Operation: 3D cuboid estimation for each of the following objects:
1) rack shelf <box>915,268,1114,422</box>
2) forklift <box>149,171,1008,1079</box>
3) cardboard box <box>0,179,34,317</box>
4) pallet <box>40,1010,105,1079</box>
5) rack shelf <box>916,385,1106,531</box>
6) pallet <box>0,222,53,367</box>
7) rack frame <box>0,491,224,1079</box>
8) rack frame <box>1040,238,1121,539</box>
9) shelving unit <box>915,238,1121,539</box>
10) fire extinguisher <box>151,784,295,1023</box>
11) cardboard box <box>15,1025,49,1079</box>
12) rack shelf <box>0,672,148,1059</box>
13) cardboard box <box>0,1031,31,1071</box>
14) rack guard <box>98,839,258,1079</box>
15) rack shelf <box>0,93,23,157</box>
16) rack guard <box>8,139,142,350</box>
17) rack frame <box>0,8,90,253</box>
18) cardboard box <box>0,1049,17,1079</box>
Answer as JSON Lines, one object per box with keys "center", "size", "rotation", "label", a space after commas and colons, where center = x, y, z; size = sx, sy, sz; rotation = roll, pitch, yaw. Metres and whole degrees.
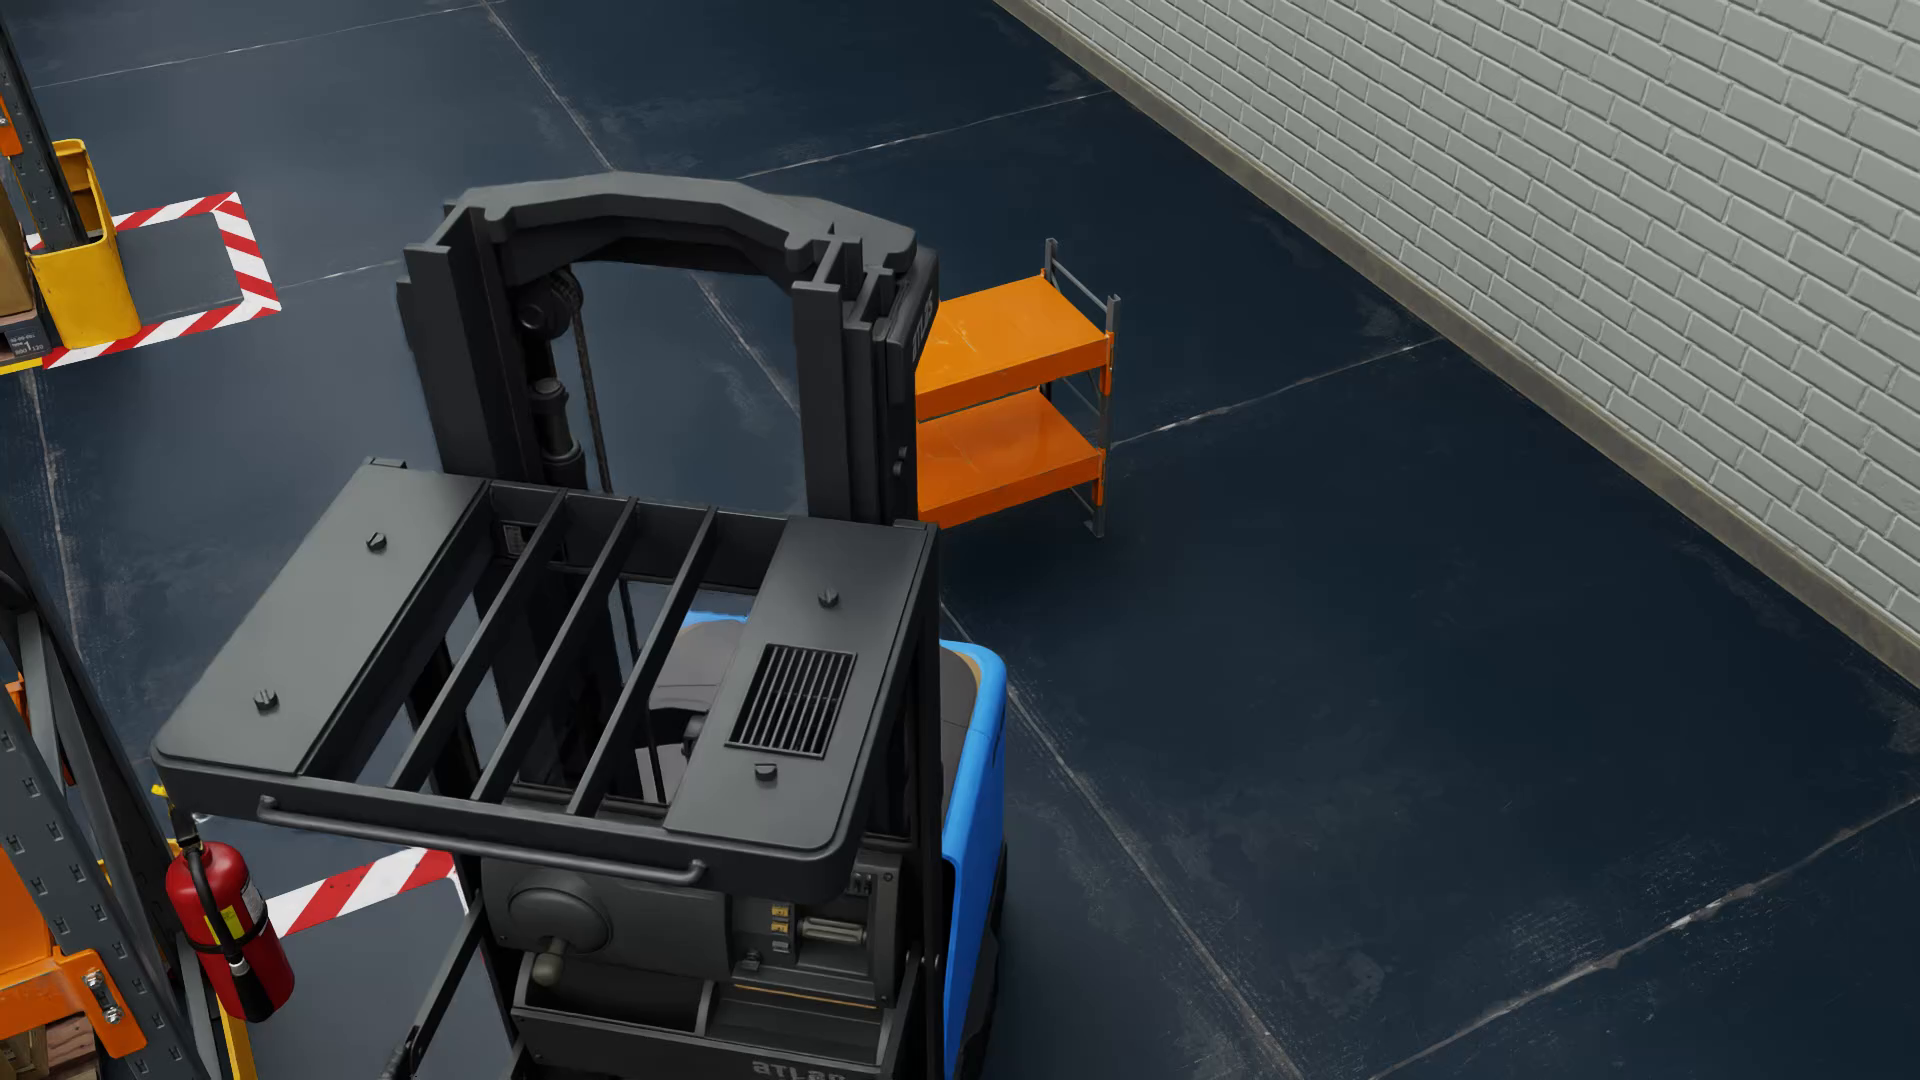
{"center": [0.006, -0.655, 6.200], "size": [1.000, 0.278, 0.538], "rotation": [-19, 44, -21], "label": "rack shelf"}
{"center": [-0.625, 0.885, 3.436], "size": [1.130, 2.935, 3.031], "rotation": [7, 41, 8], "label": "forklift"}
{"center": [-4.859, -1.514, 7.536], "size": [0.875, 0.875, 0.875], "rotation": [-19, 44, -21], "label": "cardboard box"}
{"center": [-2.931, 1.780, 4.484], "size": [1.213, 0.211, 1.003], "rotation": [-19, 44, -21], "label": "pallet"}
{"center": [0.006, -0.245, 6.547], "size": [1.000, 0.278, 0.538], "rotation": [-19, 44, -21], "label": "rack shelf"}
{"center": [-5.002, -1.054, 7.832], "size": [1.213, 0.211, 1.003], "rotation": [-19, 44, -21], "label": "pallet"}
{"center": [-2.127, 0.471, 3.872], "size": [0.127, 3.000, 1.000], "rotation": [-19, 44, -21], "label": "rack frame"}
{"center": [0.457, -0.583, 6.568], "size": [0.032, 1.125, 0.500], "rotation": [-19, 44, -21], "label": "rack frame"}
{"center": [0.006, -0.431, 6.389], "size": [1.048, 1.125, 0.538], "rotation": [-19, 44, -21], "label": "shelving unit"}
{"center": [-1.690, 0.832, 3.794], "size": [0.183, 0.674, 0.296], "rotation": [-19, 44, -21], "label": "fire extinguisher"}
{"center": [-2.740, 1.372, 4.690], "size": [0.250, 0.149, 0.380], "rotation": [-18, 43, -20], "label": "cardboard box"}
{"center": [-3.901, 1.342, 3.399], "size": [4.000, 0.370, 1.077], "rotation": [-19, 44, -21], "label": "rack shelf"}
{"center": [-2.710, 1.294, 4.550], "size": [0.250, 0.149, 0.380], "rotation": [-17, 43, -19], "label": "cardboard box"}
{"center": [-2.194, 1.448, 4.653], "size": [0.348, 0.500, 1.175], "rotation": [-19, 44, -21], "label": "rack guard"}
{"center": [-6.102, -1.530, 6.793], "size": [4.000, 0.370, 1.077], "rotation": [-19, 44, -21], "label": "rack shelf"}
{"center": [-4.307, -1.455, 8.082], "size": [0.348, 0.500, 1.175], "rotation": [-19, 44, -21], "label": "rack guard"}
{"center": [-4.329, -2.402, 7.265], "size": [0.127, 3.000, 1.000], "rotation": [-19, 44, -21], "label": "rack frame"}
{"center": [-2.480, 1.475, 4.107], "size": [0.250, 0.149, 0.380], "rotation": [-18, 43, -20], "label": "cardboard box"}
